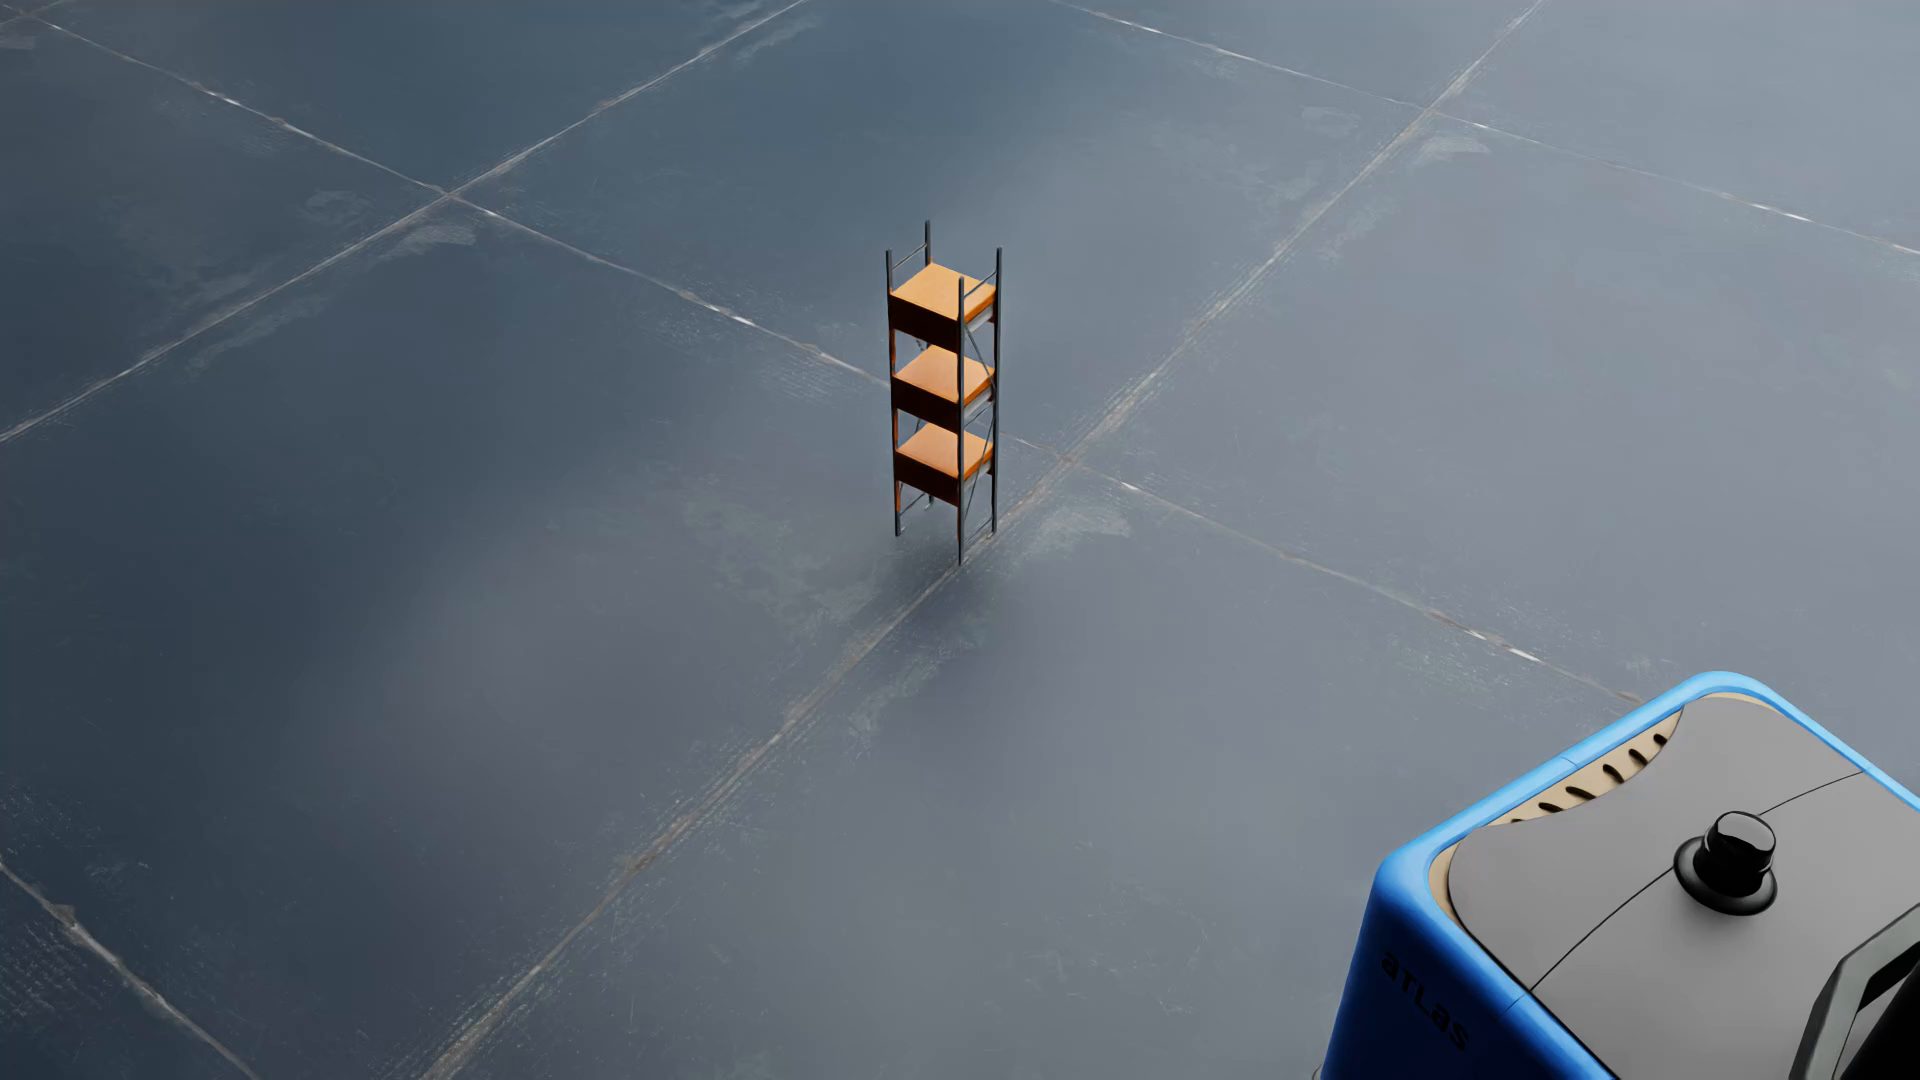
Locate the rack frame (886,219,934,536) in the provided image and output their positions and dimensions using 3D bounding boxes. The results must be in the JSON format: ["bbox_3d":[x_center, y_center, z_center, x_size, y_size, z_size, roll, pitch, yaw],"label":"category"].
[{"bbox_3d":[-0.144,-0.458,4.975,0.008,1.050,0.200,25,48,25],"label":"rack frame"}]

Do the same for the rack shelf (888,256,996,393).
[{"bbox_3d":[-0.044,-0.615,4.741,0.240,0.259,0.215,25,48,25],"label":"rack shelf"}]

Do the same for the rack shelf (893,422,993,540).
[{"bbox_3d":[-0.044,-0.197,5.115,0.240,0.259,0.215,25,48,25],"label":"rack shelf"}]

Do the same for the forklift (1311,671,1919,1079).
[{"bbox_3d":[1.946,0.951,1.989,1.130,2.935,3.031,-23,47,-24],"label":"forklift"}]

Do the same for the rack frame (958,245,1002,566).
[{"bbox_3d":[0.056,-0.365,4.871,0.008,1.050,0.200,25,48,25],"label":"rack frame"}]

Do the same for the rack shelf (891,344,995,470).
[{"bbox_3d":[-0.044,-0.404,4.930,0.240,0.259,0.215,25,48,25],"label":"rack shelf"}]

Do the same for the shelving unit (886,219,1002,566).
[{"bbox_3d":[-0.044,-0.412,4.923,0.252,1.050,0.215,25,48,25],"label":"shelving unit"}]
